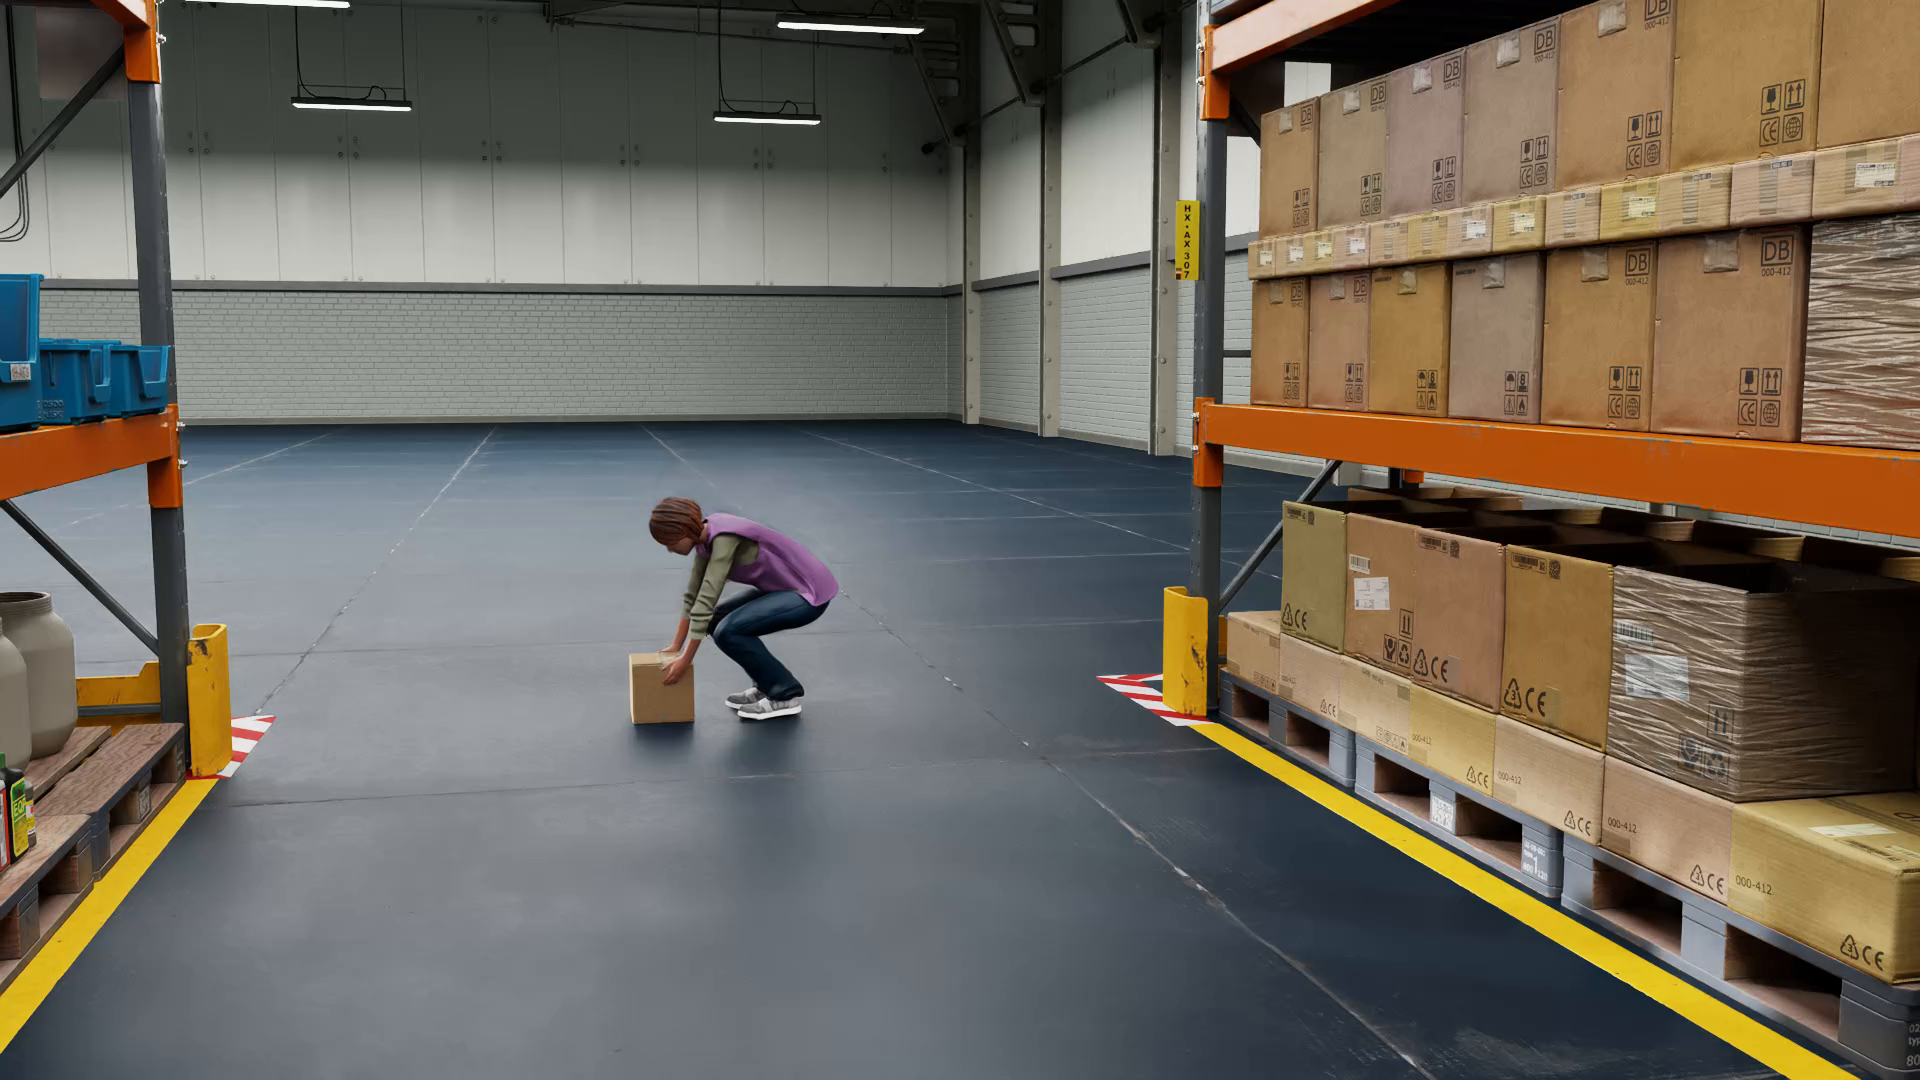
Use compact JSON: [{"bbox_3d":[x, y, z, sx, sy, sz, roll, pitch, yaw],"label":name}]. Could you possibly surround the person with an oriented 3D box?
[{"bbox_3d":[-0.894,0.275,6.943,0.788,0.928,0.444,-2,7,-14],"label":"person"}]
